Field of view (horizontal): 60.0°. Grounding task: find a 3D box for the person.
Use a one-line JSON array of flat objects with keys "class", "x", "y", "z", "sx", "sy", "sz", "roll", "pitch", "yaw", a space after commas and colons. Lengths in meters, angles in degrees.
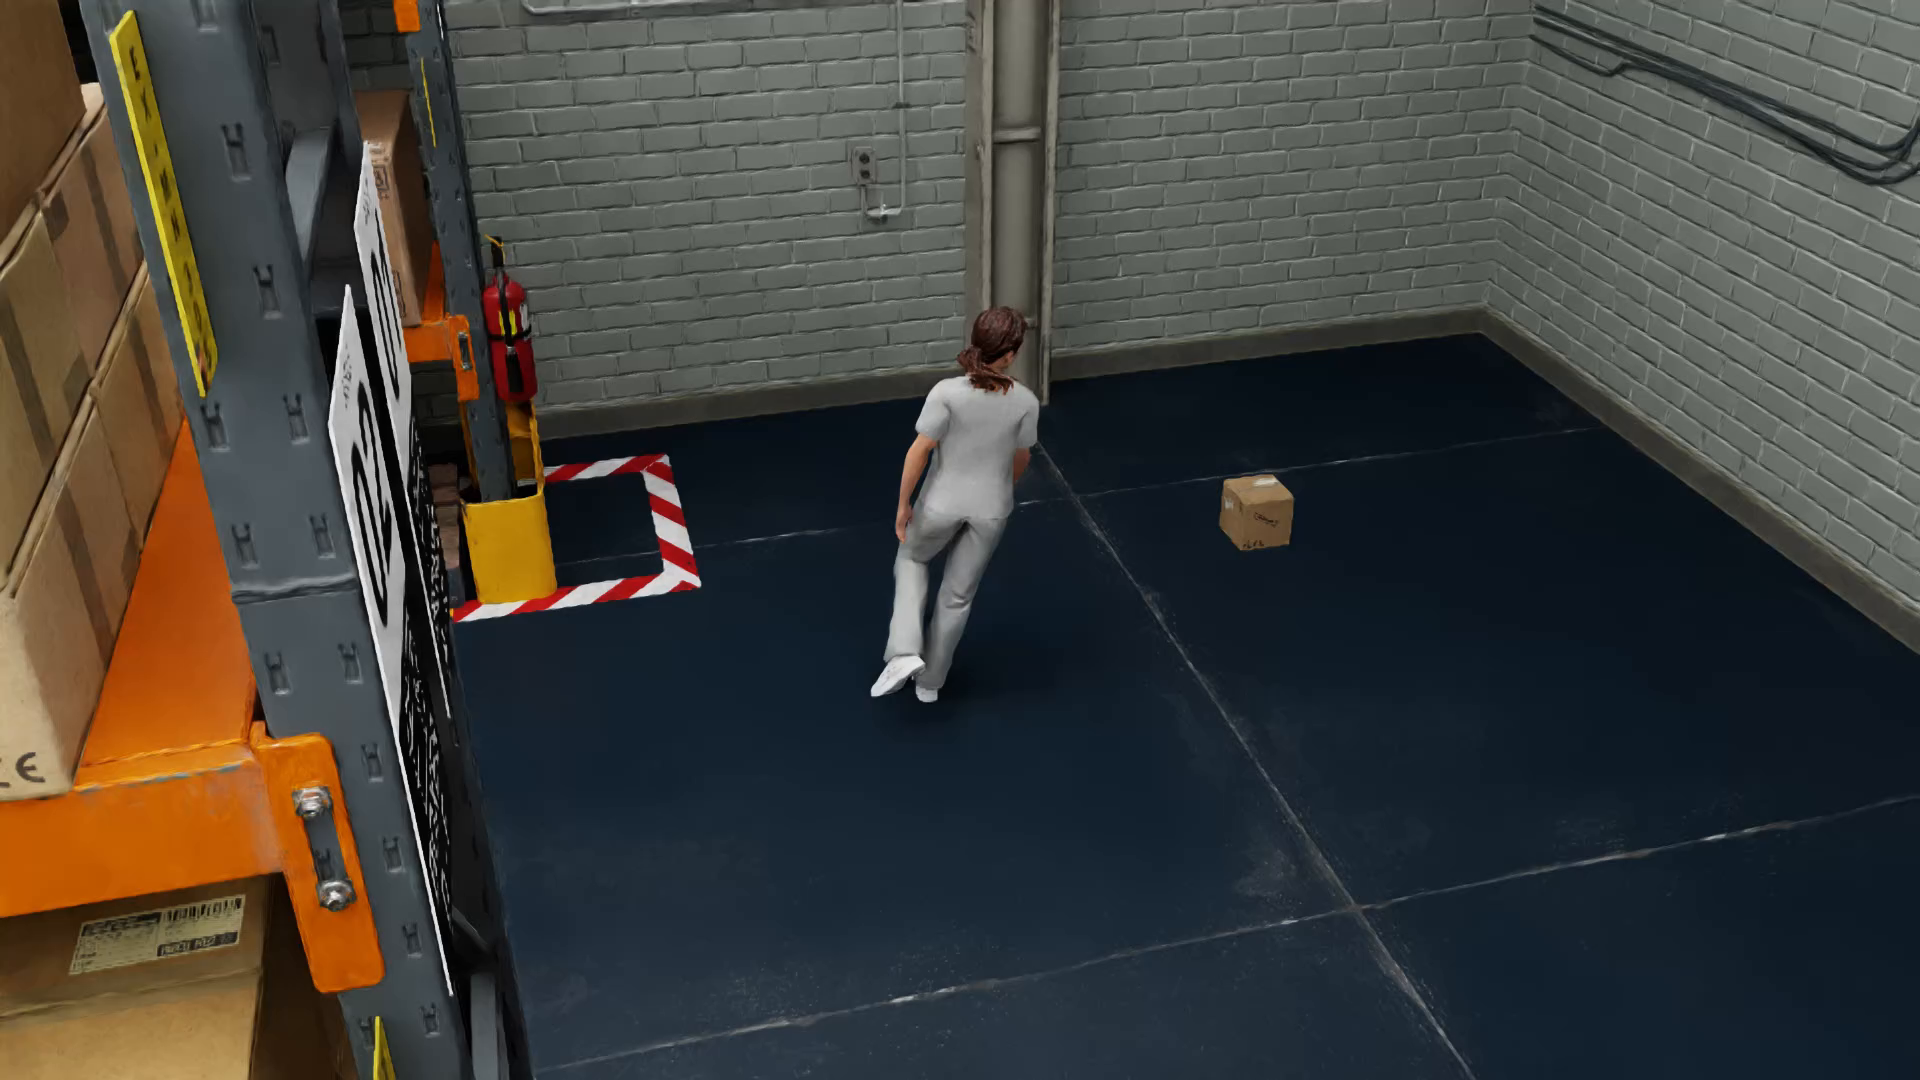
[{"class": "person", "x": -0.032, "y": -0.099, "z": 6.303, "sx": 0.650, "sy": 1.644, "sz": 0.499, "roll": -1, "pitch": 30, "yaw": -2}]
